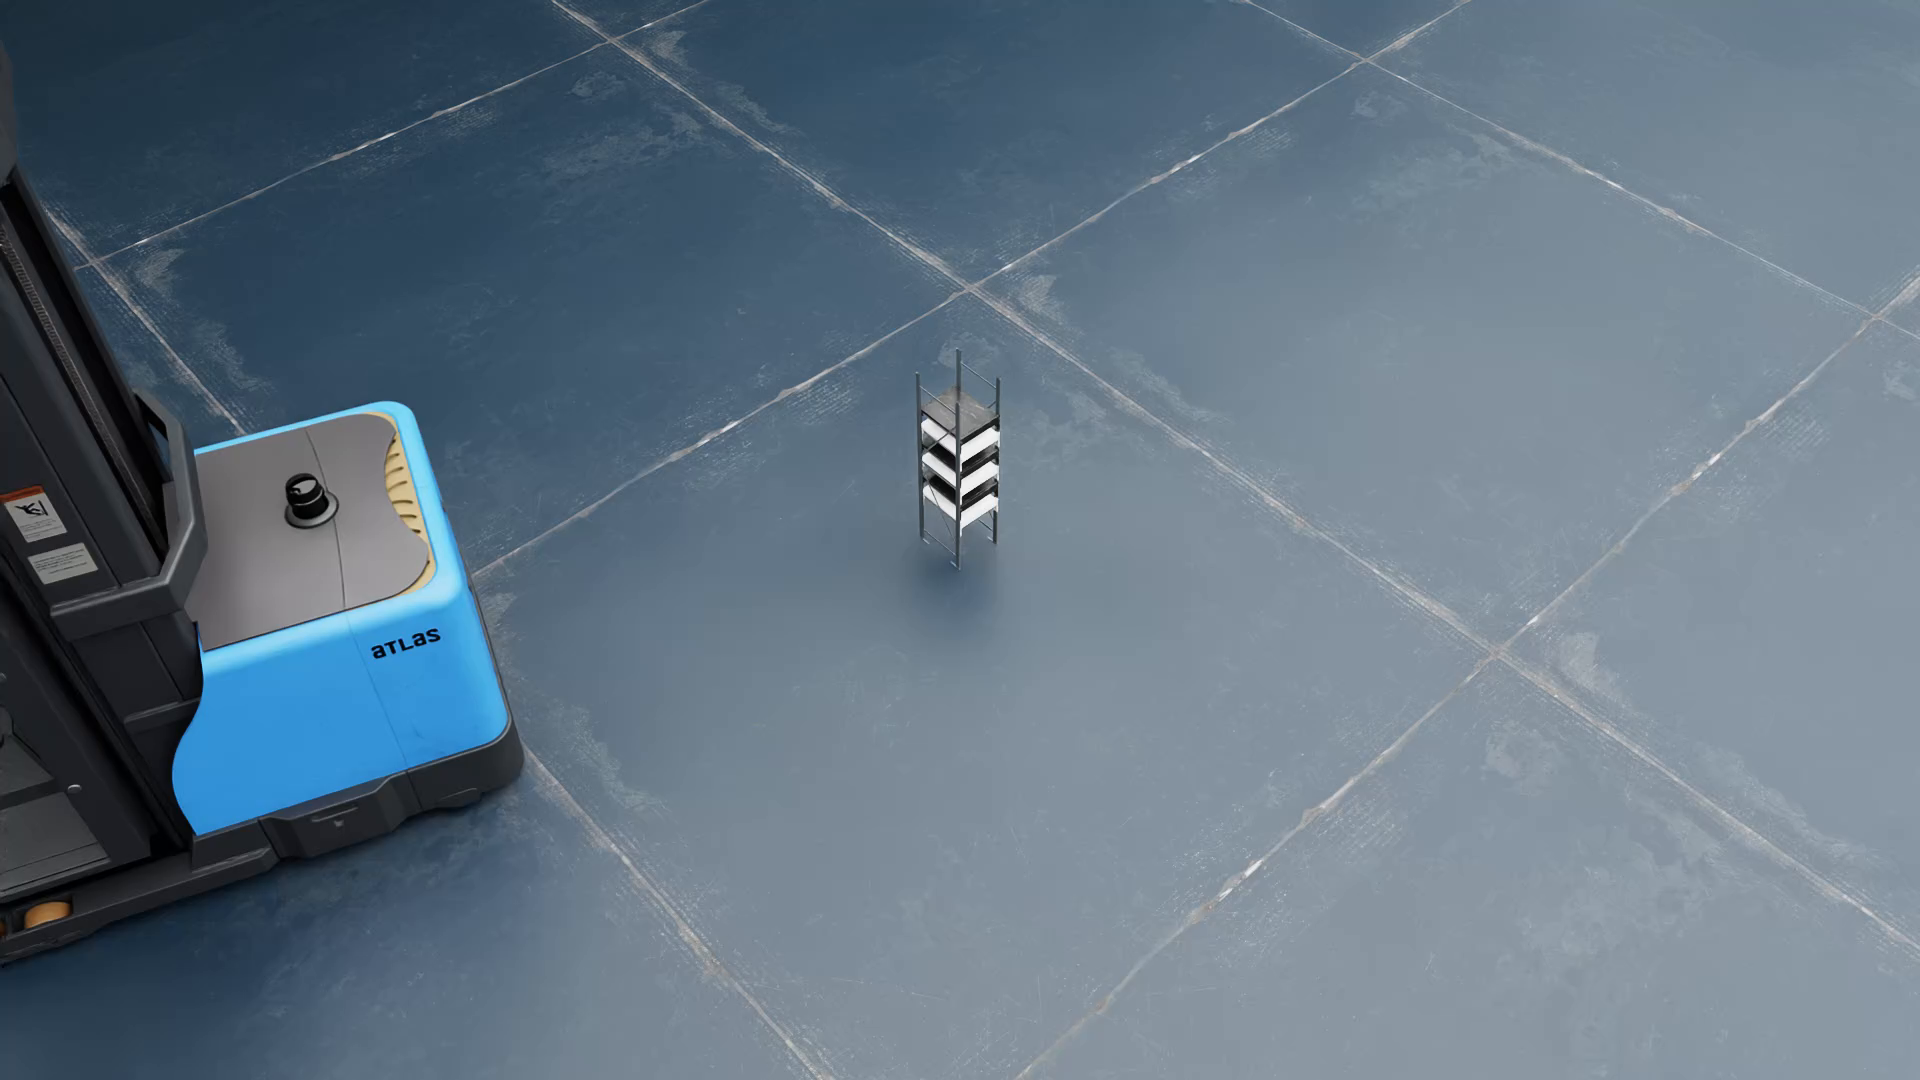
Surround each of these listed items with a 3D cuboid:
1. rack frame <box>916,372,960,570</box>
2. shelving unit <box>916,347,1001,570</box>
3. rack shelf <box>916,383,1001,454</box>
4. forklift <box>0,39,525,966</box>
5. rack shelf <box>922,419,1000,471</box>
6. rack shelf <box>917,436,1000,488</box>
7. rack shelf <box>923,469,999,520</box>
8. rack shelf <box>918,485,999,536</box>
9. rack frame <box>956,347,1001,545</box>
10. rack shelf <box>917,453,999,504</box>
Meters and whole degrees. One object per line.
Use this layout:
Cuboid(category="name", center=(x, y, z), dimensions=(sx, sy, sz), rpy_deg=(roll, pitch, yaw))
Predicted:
Cuboid(category="rack frame", center=(-0.081, -0.251, 6.422), dimensions=(0.006, 0.900, 0.240), rpy_deg=(-34, 56, -27))
Cuboid(category="shelving unit", center=(-0.006, -0.301, 6.469), dimensions=(0.210, 0.900, 0.258), rpy_deg=(-34, 56, -27))
Cuboid(category="rack shelf", center=(-0.006, -0.462, 6.295), dimensions=(0.200, 0.077, 0.258), rpy_deg=(-34, 56, -27))
Cuboid(category="forklift", center=(-3.130, -0.024, 4.831), dimensions=(3.031, 2.935, 1.130), rpy_deg=(-17, 50, -15))
Cuboid(category="rack shelf", center=(-0.006, -0.401, 6.361), dimensions=(0.200, 0.077, 0.258), rpy_deg=(-34, 56, -27))
Cuboid(category="rack shelf", center=(-0.006, -0.340, 6.427), dimensions=(0.200, 0.077, 0.258), rpy_deg=(-34, 56, -27))
Cuboid(category="rack shelf", center=(-0.006, -0.218, 6.559), dimensions=(0.200, 0.077, 0.258), rpy_deg=(-34, 56, -27))
Cuboid(category="rack shelf", center=(-0.006, -0.156, 6.626), dimensions=(0.200, 0.077, 0.258), rpy_deg=(-34, 56, -27))
Cuboid(category="rack frame", center=(0.069, -0.351, 6.515), dimensions=(0.006, 0.900, 0.240), rpy_deg=(-34, 56, -27))
Cuboid(category="rack shelf", center=(-0.006, -0.279, 6.493), dimensions=(0.200, 0.077, 0.258), rpy_deg=(-34, 56, -27))
